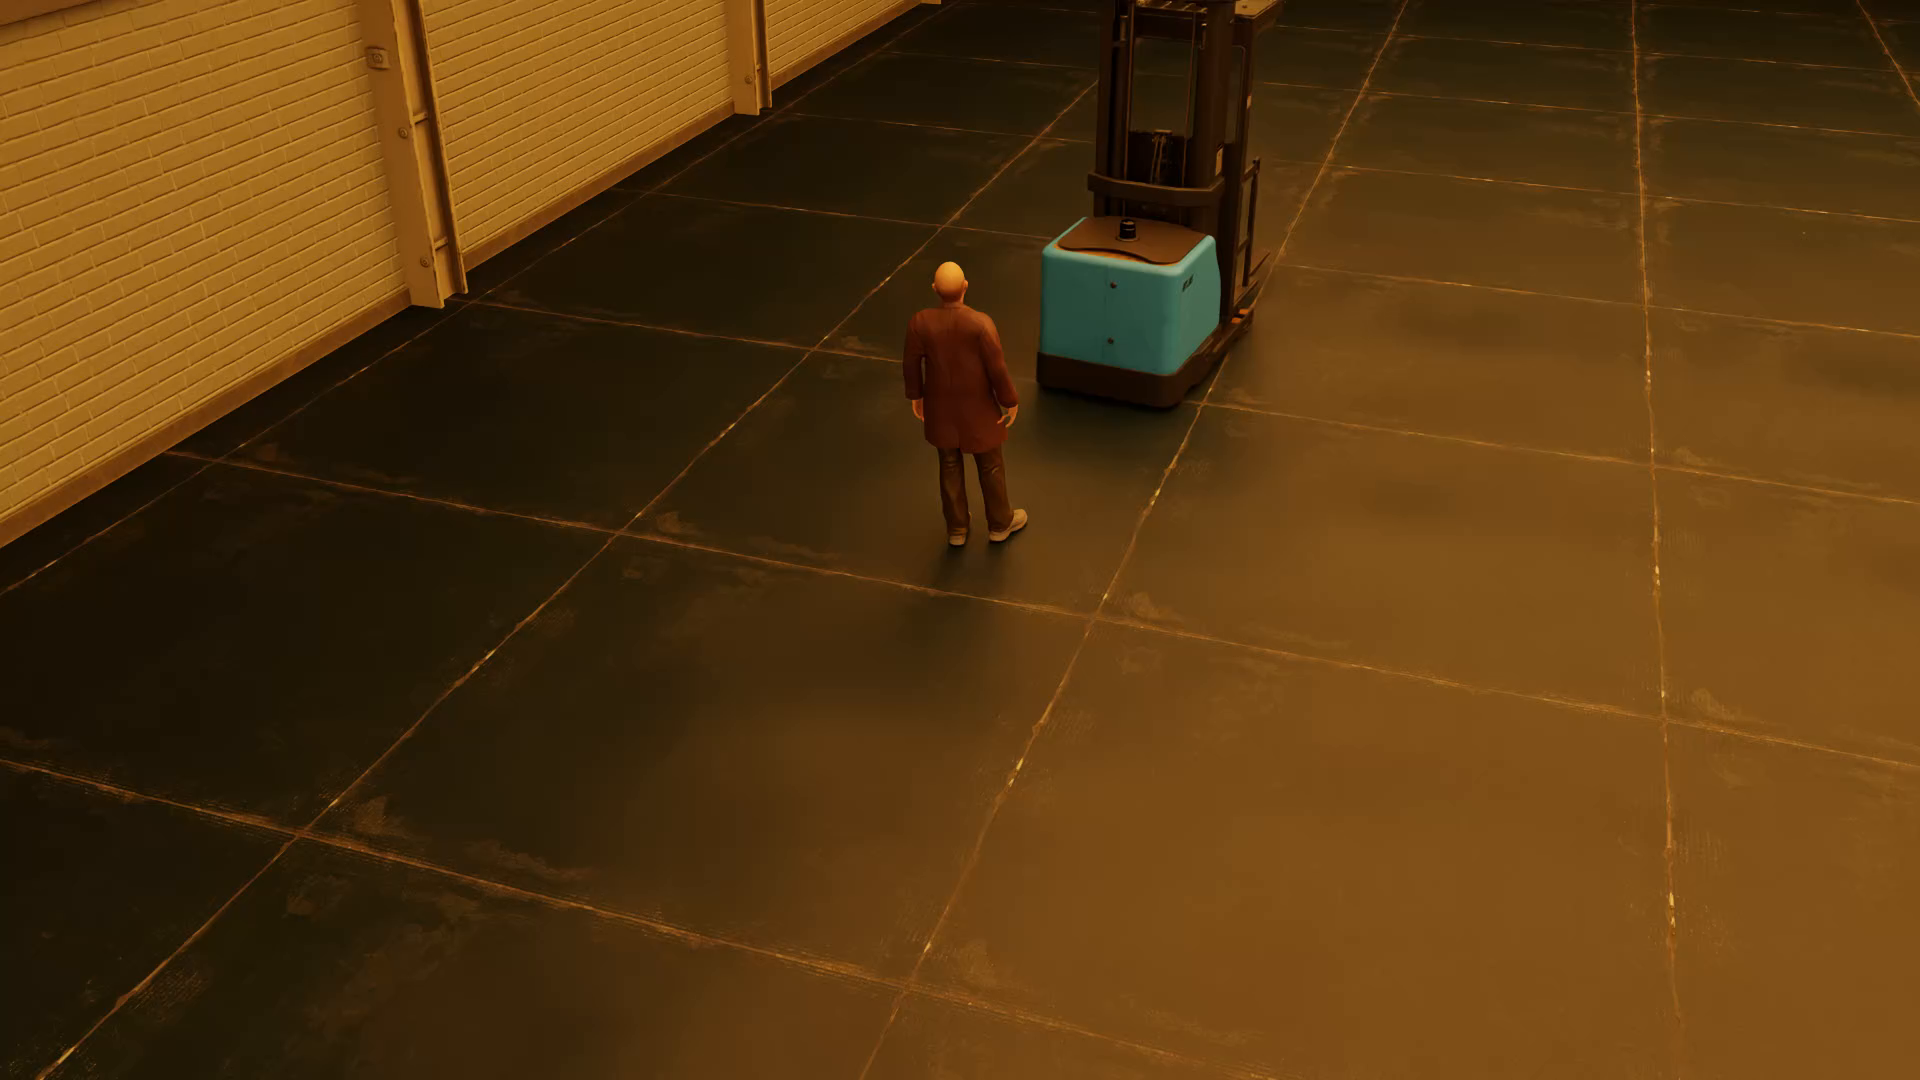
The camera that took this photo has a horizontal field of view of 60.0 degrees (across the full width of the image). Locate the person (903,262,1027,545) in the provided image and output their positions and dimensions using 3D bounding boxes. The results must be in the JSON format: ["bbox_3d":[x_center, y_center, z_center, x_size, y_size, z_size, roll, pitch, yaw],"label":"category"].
[{"bbox_3d":[0.033,-0.798,9.740,0.698,1.726,0.579,10,31,16],"label":"person"}]

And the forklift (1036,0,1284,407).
[{"bbox_3d":[1.639,-2.904,12.230,1.130,2.935,3.031,13,32,22],"label":"forklift"}]
